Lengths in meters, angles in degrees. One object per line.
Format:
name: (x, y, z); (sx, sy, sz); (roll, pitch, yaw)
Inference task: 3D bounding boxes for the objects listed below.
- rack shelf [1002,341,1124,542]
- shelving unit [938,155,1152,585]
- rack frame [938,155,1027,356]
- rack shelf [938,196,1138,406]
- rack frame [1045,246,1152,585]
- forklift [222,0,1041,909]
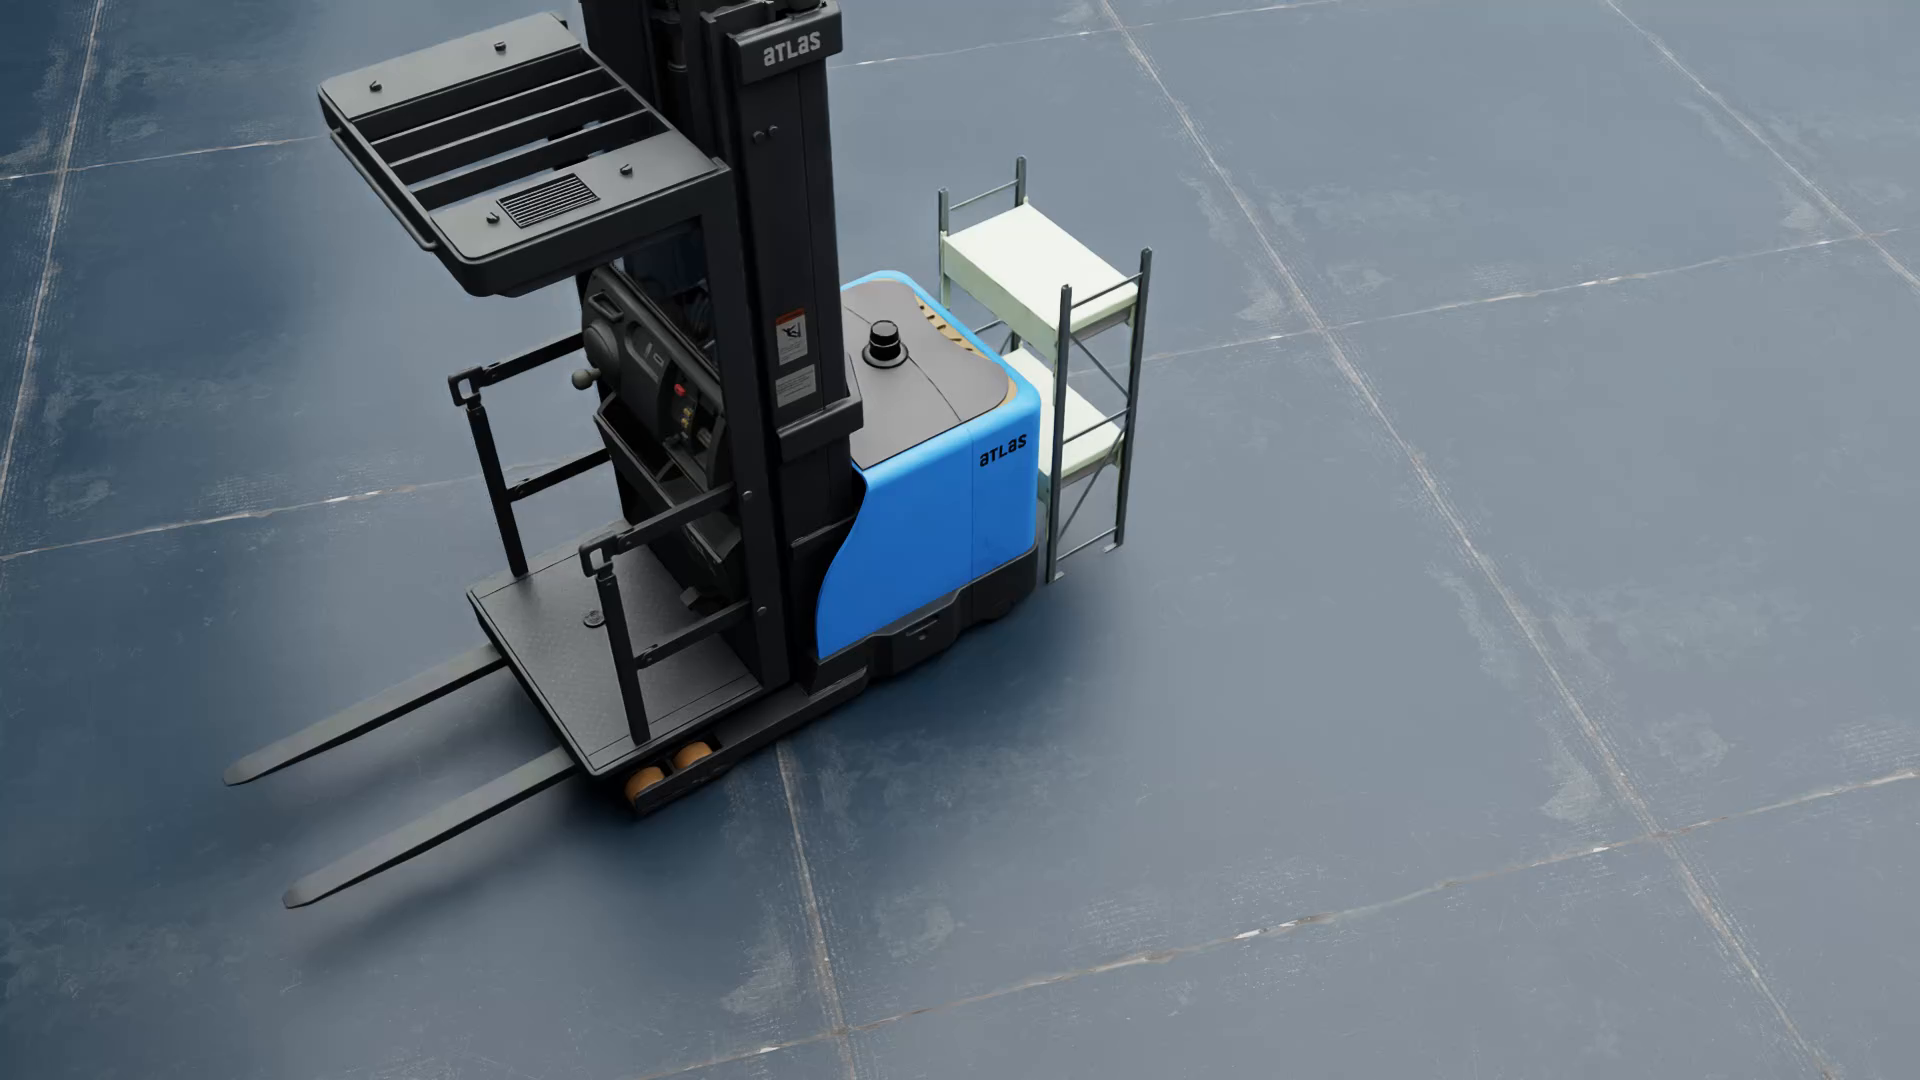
rack shelf: (0.302, -0.414, 6.813); (0.431, 0.370, 0.720); (-27, 52, -24)
shelving unit: (0.302, -0.643, 6.580); (0.431, 1.500, 0.755); (-27, 52, -24)
rack frame: (0.086, -0.854, 6.787); (0.400, 1.500, 0.023); (-27, 52, -24)
rack shelf: (0.302, -0.916, 6.302); (0.431, 0.370, 0.720); (-27, 52, -24)
rack frame: (0.517, -0.431, 6.373); (0.400, 1.500, 0.023); (-27, 52, -24)
forklift: (-1.184, -0.473, 5.413); (3.031, 2.935, 1.130); (-27, 51, -24)
